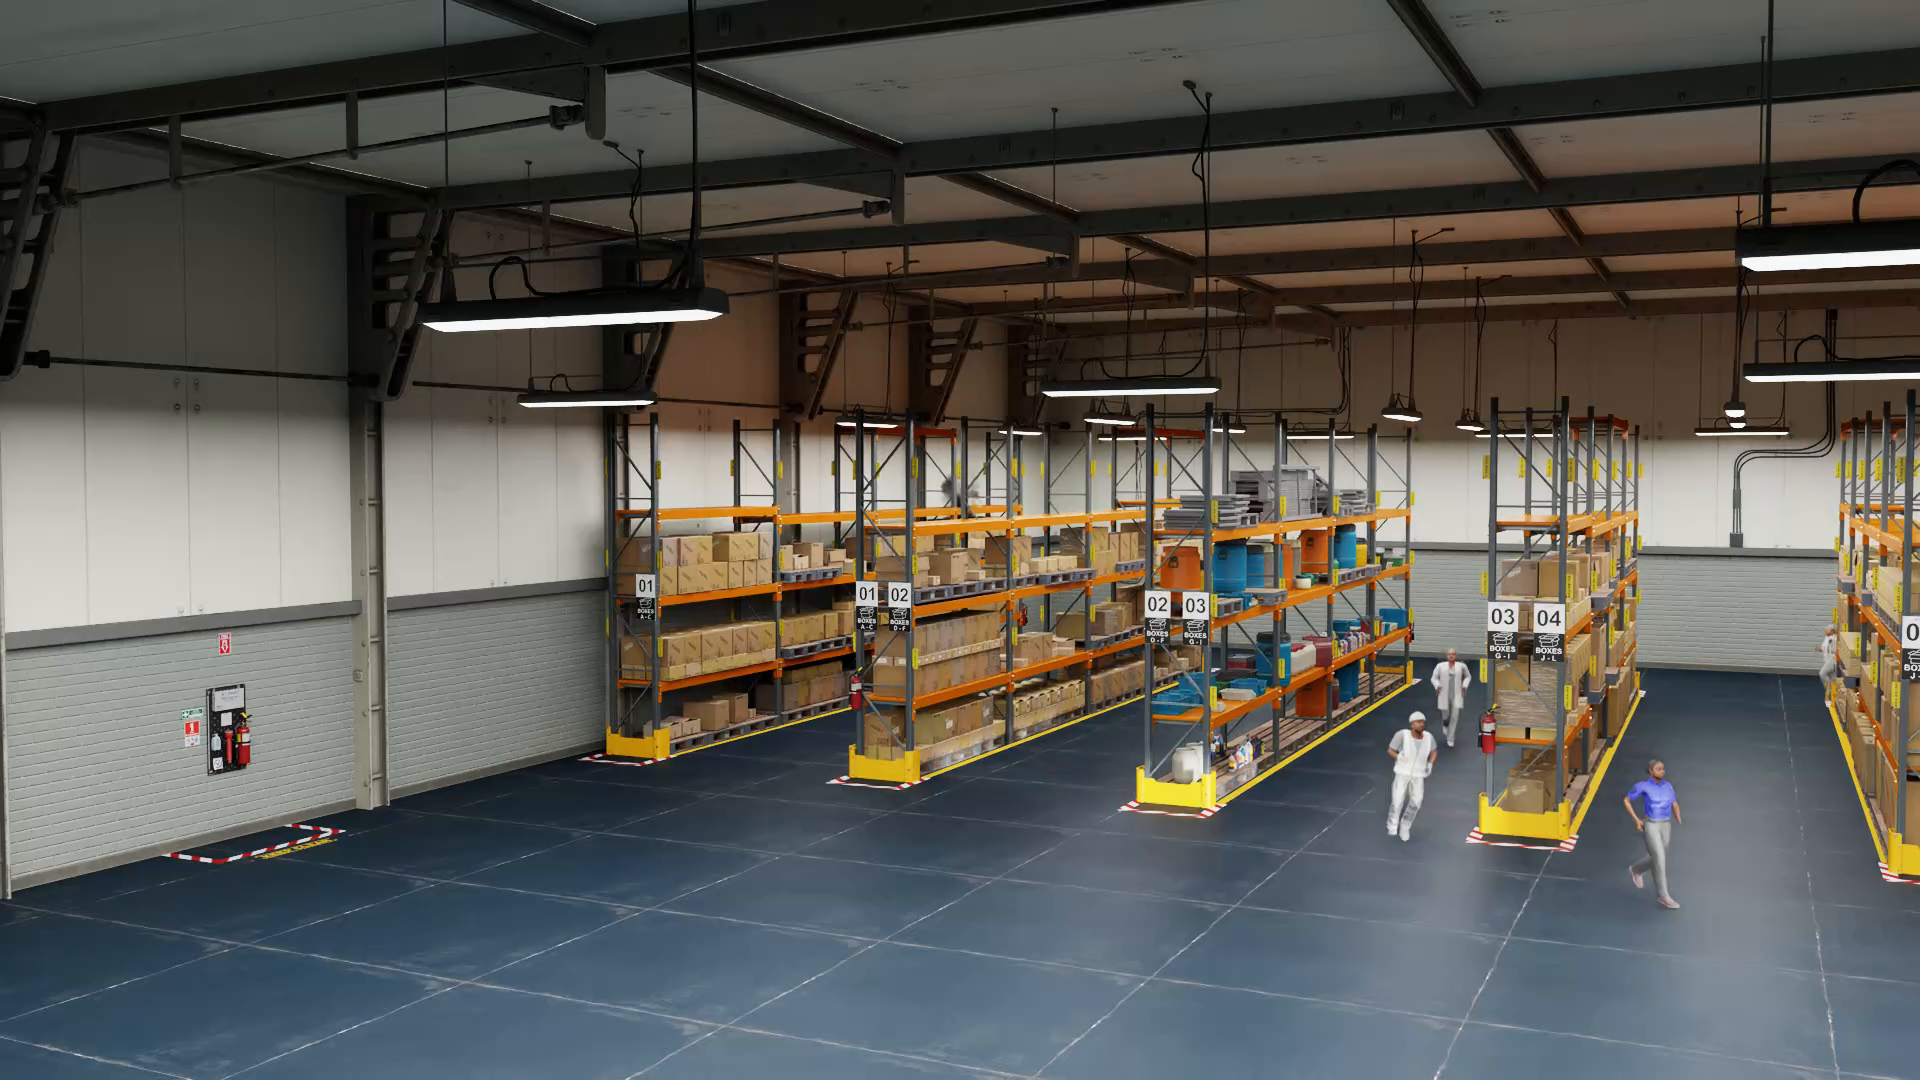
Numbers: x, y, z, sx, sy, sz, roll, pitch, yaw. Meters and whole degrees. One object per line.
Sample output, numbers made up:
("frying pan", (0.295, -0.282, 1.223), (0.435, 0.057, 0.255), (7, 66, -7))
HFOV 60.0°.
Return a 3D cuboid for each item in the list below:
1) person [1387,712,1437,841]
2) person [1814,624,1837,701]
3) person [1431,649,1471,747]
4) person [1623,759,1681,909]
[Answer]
("person", (6.123, 3.193, 22.450), (0.685, 1.752, 0.644), (0, 2, 8))
("person", (19.028, 2.671, 36.190), (0.789, 1.680, 0.620), (0, 2, 7))
("person", (8.966, 2.858, 30.349), (0.710, 1.753, 0.851), (1, 2, 14))
("person", (8.039, 3.356, 19.291), (0.597, 1.647, 0.906), (-1, 2, -16))
